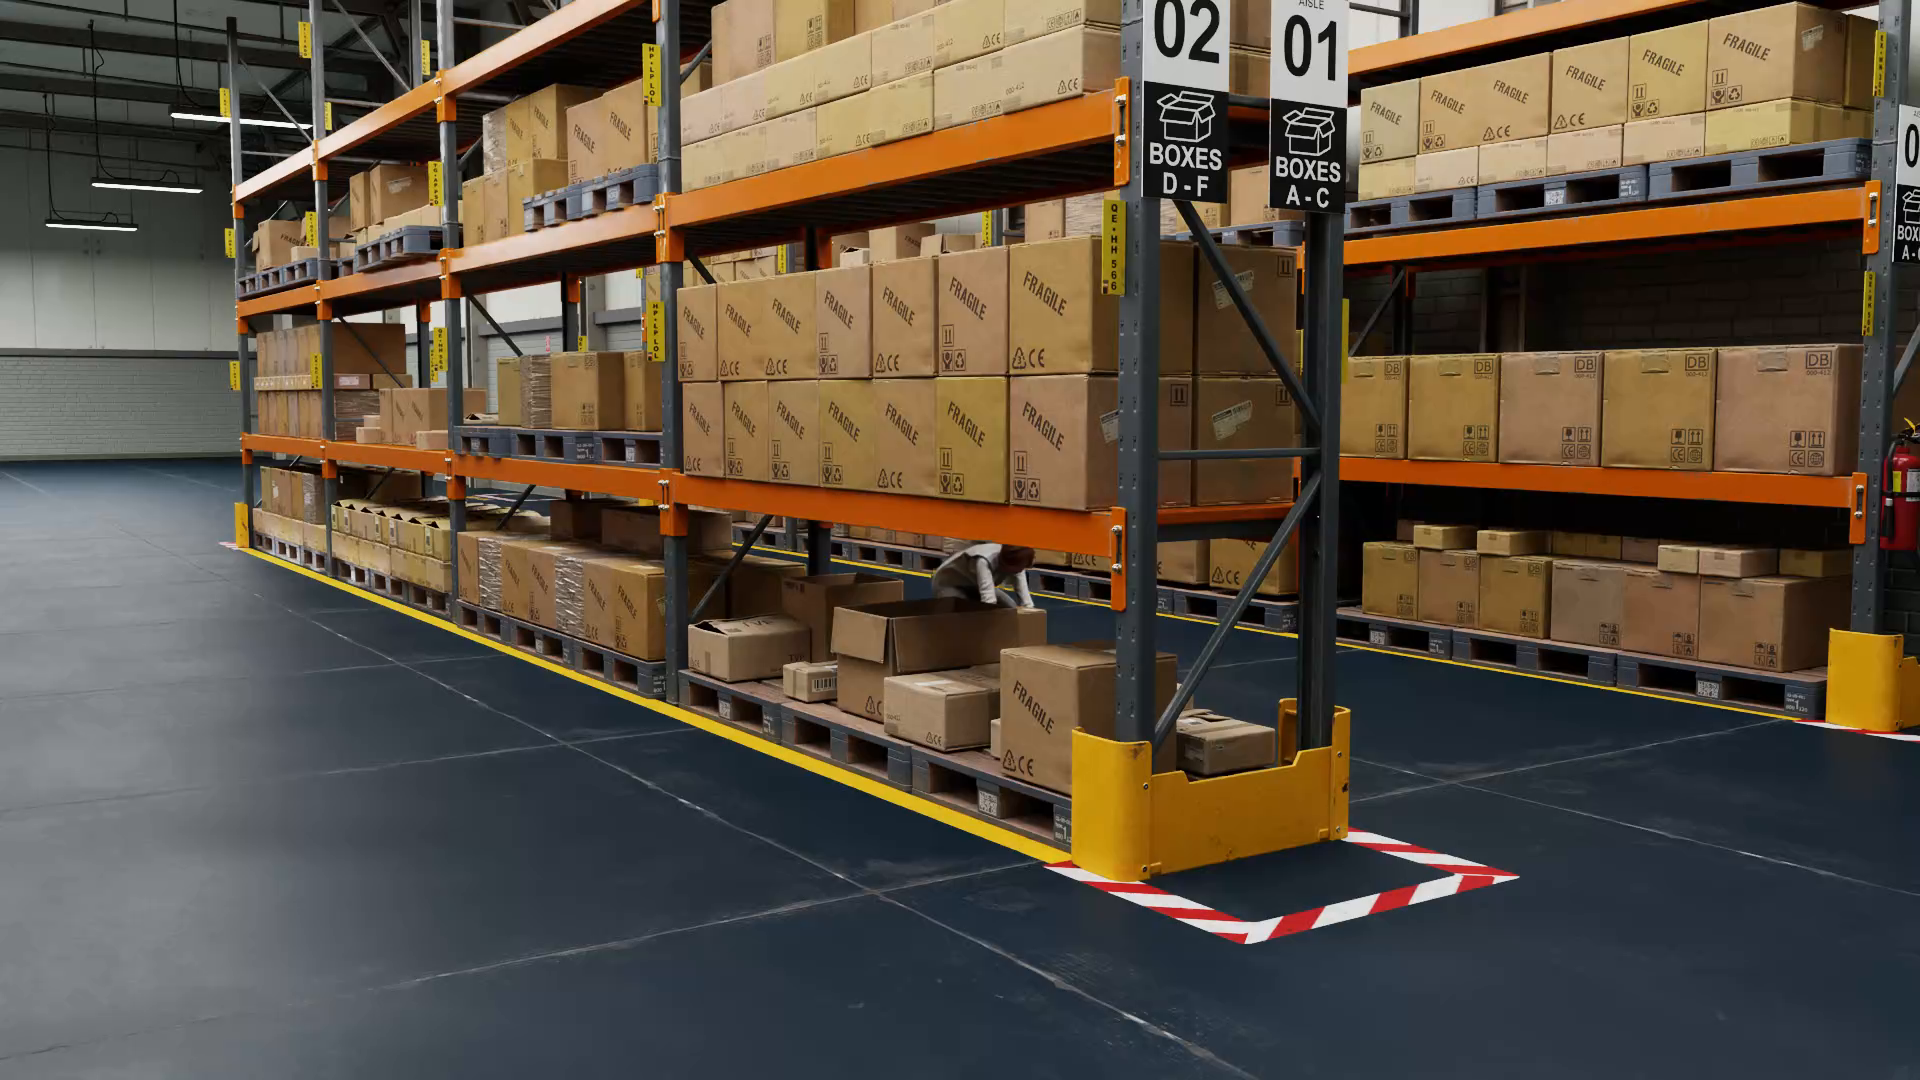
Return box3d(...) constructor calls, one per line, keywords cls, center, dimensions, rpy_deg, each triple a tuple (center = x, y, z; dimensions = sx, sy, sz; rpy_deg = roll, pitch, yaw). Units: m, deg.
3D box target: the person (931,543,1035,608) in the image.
box3d(cls="person", center=(0.156, 0.402, 10.263), dimensions=(0.419, 0.892, 0.847), rpy_deg=(-3, 6, -35))
